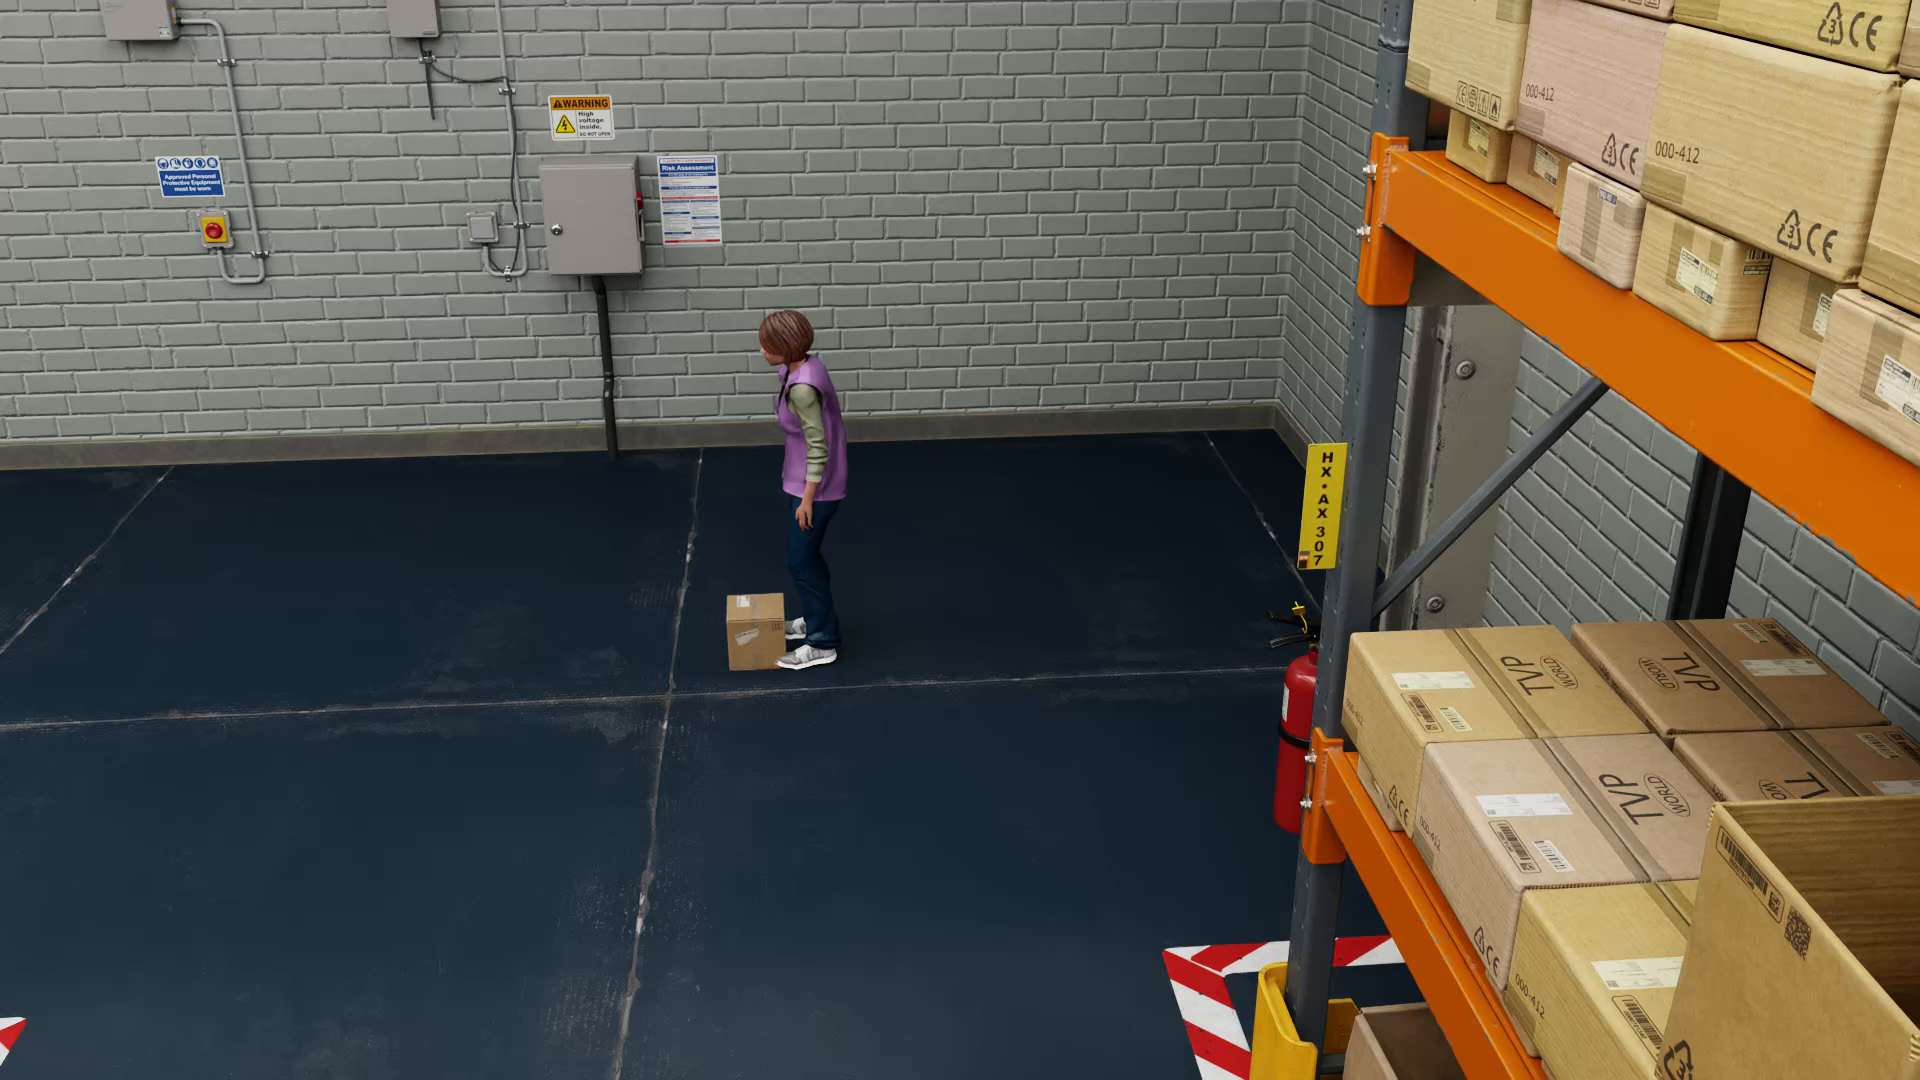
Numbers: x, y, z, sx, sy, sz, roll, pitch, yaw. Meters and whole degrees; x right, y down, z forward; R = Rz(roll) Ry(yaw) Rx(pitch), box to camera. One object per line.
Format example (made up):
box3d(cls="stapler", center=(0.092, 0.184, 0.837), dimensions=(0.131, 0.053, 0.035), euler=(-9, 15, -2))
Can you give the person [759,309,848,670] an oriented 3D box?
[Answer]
box3d(cls="person", center=(-0.654, -0.221, 7.110), dimensions=(0.346, 1.592, 0.474), euler=(-4, 24, -8))
